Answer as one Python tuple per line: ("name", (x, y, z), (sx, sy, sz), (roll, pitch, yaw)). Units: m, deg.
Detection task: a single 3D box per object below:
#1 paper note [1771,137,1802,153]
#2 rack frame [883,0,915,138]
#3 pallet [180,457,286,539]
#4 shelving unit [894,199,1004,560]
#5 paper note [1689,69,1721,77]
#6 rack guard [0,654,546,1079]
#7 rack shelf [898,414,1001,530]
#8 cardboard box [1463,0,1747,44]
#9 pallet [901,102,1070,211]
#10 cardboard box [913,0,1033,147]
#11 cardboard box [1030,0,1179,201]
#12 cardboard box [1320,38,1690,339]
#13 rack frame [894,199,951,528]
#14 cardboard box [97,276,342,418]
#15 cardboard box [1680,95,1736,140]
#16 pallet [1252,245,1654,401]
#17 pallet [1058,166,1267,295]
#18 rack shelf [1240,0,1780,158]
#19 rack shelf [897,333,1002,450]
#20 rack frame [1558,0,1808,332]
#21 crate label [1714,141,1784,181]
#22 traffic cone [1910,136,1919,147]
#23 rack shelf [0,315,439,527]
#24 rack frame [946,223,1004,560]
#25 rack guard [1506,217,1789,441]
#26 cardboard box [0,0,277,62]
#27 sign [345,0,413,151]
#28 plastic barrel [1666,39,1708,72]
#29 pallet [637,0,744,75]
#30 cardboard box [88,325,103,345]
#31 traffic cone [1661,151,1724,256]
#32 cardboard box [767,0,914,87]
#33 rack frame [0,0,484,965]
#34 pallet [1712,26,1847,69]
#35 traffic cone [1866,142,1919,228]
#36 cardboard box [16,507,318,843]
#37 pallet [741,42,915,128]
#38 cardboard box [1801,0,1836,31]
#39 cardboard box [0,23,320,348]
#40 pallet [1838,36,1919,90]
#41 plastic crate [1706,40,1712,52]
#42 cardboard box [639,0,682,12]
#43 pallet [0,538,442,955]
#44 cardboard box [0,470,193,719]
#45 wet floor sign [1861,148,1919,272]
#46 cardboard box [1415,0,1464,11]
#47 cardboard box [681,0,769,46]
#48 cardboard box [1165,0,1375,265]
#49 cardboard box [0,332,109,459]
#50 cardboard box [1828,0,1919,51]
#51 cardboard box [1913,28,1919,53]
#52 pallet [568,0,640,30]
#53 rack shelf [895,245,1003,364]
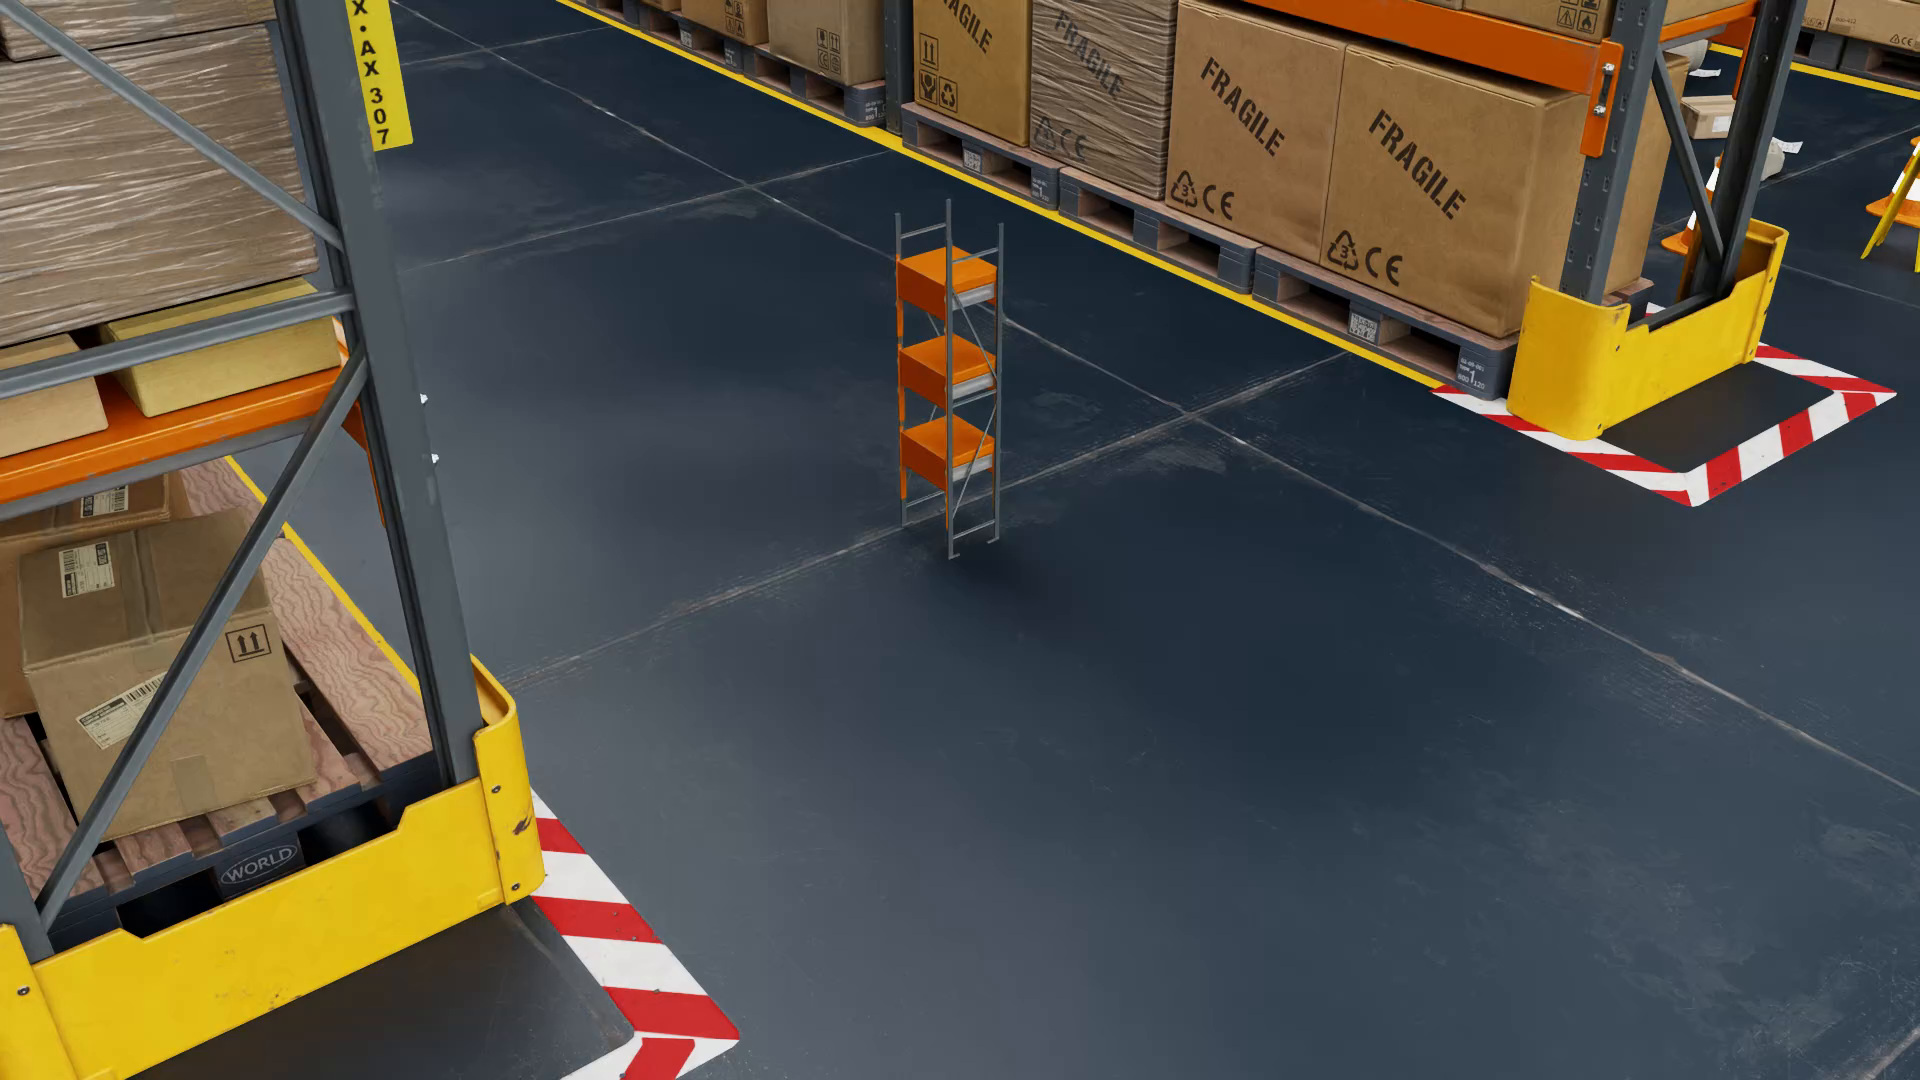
("paper note", (4.195, -2.009, 8.456), (0.142, 0.019, 0.148), (18, 36, 27))
("rack frame", (0.046, -3.544, 8.113), (1.000, 3.000, 0.127), (-22, 38, -31))
("pallet", (-2.742, -0.019, 5.081), (1.003, 0.211, 1.213), (-22, 38, -31))
("shelving unit", (-0.033, -0.468, 5.009), (0.215, 1.050, 0.252), (-22, 38, -31))
("paper note", (4.279, -2.688, 9.549), (0.148, 0.019, 0.142), (18, 36, 27))
("rack guard", (-1.528, 0.716, 3.623), (1.175, 0.500, 0.348), (-22, 38, -31))
("rack shelf", (-0.033, -0.223, 5.161), (0.215, 0.259, 0.240), (-22, 38, -31))
("cardboard box", (2.236, -2.080, 5.614), (0.875, 0.550, 0.550), (-22, 38, -31))
("pallet", (0.451, -2.017, 8.297), (1.003, 0.211, 1.213), (-22, 38, -31))
("cardboard box", (0.377, -2.535, 8.104), (0.875, 0.875, 0.875), (-22, 38, -31))
("cardboard box", (0.932, -2.160, 7.501), (0.875, 0.875, 0.875), (-22, 38, -31))
("cardboard box", (2.031, -1.414, 6.299), (0.875, 0.875, 0.875), (-22, 38, -31))
("rack frame", (-0.108, -0.519, 5.091), (0.200, 1.050, 0.008), (-22, 38, -31))
("cardboard box", (-1.467, -0.403, 3.294), (0.380, 0.149, 0.250), (-22, 38, -31))
("cardboard box", (3.948, -2.202, 8.654), (0.380, 0.149, 0.250), (-4, 32, -7))
("pallet", (1.947, -1.000, 6.660), (1.003, 0.211, 1.213), (-22, 38, -31))
("pallet", (1.203, -1.508, 7.478), (1.003, 0.211, 1.213), (-22, 38, -31))
("rack shelf", (1.273, -2.405, 6.960), (1.077, 0.370, 4.000), (-22, 38, -31))
("rack shelf", (-0.033, -0.459, 5.014), (0.215, 0.259, 0.240), (-22, 38, -31))
("rack frame", (2.499, -1.877, 5.428), (1.000, 3.000, 0.127), (-22, 38, -31))
("crate label", (3.865, -1.873, 8.135), (0.298, 0.136, 0.250), (12, 34, 19))
("traffic cone", (5.064, -2.204, 8.361), (0.336, 0.463, 0.334), (-22, 38, -31))
("rack shelf", (-2.707, -0.842, 4.444), (1.077, 0.370, 4.000), (-22, 38, -31))
("rack frame", (0.042, -0.417, 4.927), (0.200, 1.050, 0.008), (-22, 38, -31))
("rack guard", (2.514, -0.805, 6.072), (1.175, 0.500, 0.348), (-22, 38, -31))
("cardboard box", (-1.603, -1.225, 3.055), (0.500, 0.500, 0.500), (-22, 38, -31))
("sign", (-1.052, -0.857, 2.967), (0.100, 0.325, 0.005), (-22, 38, -31))
("plastic barrel", (3.885, -2.797, 9.352), (0.512, 0.421, 0.421), (1, 32, 2))
("pallet", (-1.239, -3.165, 10.146), (1.003, 0.211, 1.213), (-22, 38, -31))
("cardboard box", (-1.606, -0.514, 3.472), (0.380, 0.149, 0.250), (-22, 38, -31))
("traffic cone", (3.295, -1.480, 7.194), (0.336, 0.463, 0.334), (-22, 38, -31))
("cardboard box", (-0.406, -2.996, 8.965), (1.050, 0.750, 0.750), (-22, 38, -32))
("rack frame", (-1.481, -0.314, 2.912), (1.000, 3.000, 0.127), (-22, 38, -31))
("pallet", (5.086, -3.225, 10.243), (1.003, 0.211, 1.213), (-22, 38, -31))
("traffic cone", (4.396, -1.704, 7.554), (0.336, 0.463, 0.334), (-22, 38, -31))
("cardboard box", (-1.851, 0.304, 3.889), (0.500, 0.500, 0.500), (-15, 35, -23))
("pallet", (-0.487, -2.656, 9.327), (1.003, 0.211, 1.213), (-22, 38, -31))
("cardboard box", (5.002, -3.215, 9.792), (0.500, 0.250, 0.500), (-24, 39, -33))
("cardboard box", (-1.797, -0.721, 3.191), (0.875, 0.500, 0.500), (-22, 38, -31))
("pallet", (5.830, -2.717, 9.425), (1.003, 0.211, 1.213), (-22, 38, -31))
("plastic crate", (4.209, -3.027, 10.049), (0.583, 0.080, 0.402), (18, 36, 27))
("cardboard box", (-1.566, -3.787, 10.239), (1.050, 0.750, 0.750), (-22, 38, -31))
("pallet", (-1.998, 0.489, 4.263), (1.003, 0.211, 1.213), (-22, 38, -31))
("cardboard box", (-2.244, 0.066, 4.272), (0.500, 0.500, 0.500), (-12, 34, -19))
("wet floor sign", (4.081, -1.505, 7.062), (0.232, 0.644, 0.267), (26, 40, 35))
("cardboard box", (1.881, -2.302, 5.972), (0.875, 0.550, 0.550), (-22, 38, -31))
("cardboard box", (-0.994, -3.399, 9.614), (1.050, 0.750, 0.750), (-22, 38, -31))
("cardboard box", (1.490, -1.780, 6.888), (0.875, 0.875, 0.875), (-23, 39, -32))
("cardboard box", (-1.819, -0.259, 3.062), (0.380, 0.149, 0.250), (-22, 38, -31))
("cardboard box", (5.328, -2.999, 9.443), (0.500, 0.250, 0.500), (-22, 38, -31))
("cardboard box", (5.624, -2.790, 9.108), (0.500, 0.250, 0.500), (-22, 38, -32))
("pallet", (-1.983, -3.673, 10.964), (1.003, 0.211, 1.213), (-22, 38, -31))
("rack shelf", (-0.033, -0.700, 4.865), (0.215, 0.259, 0.240), (-22, 38, -31))
